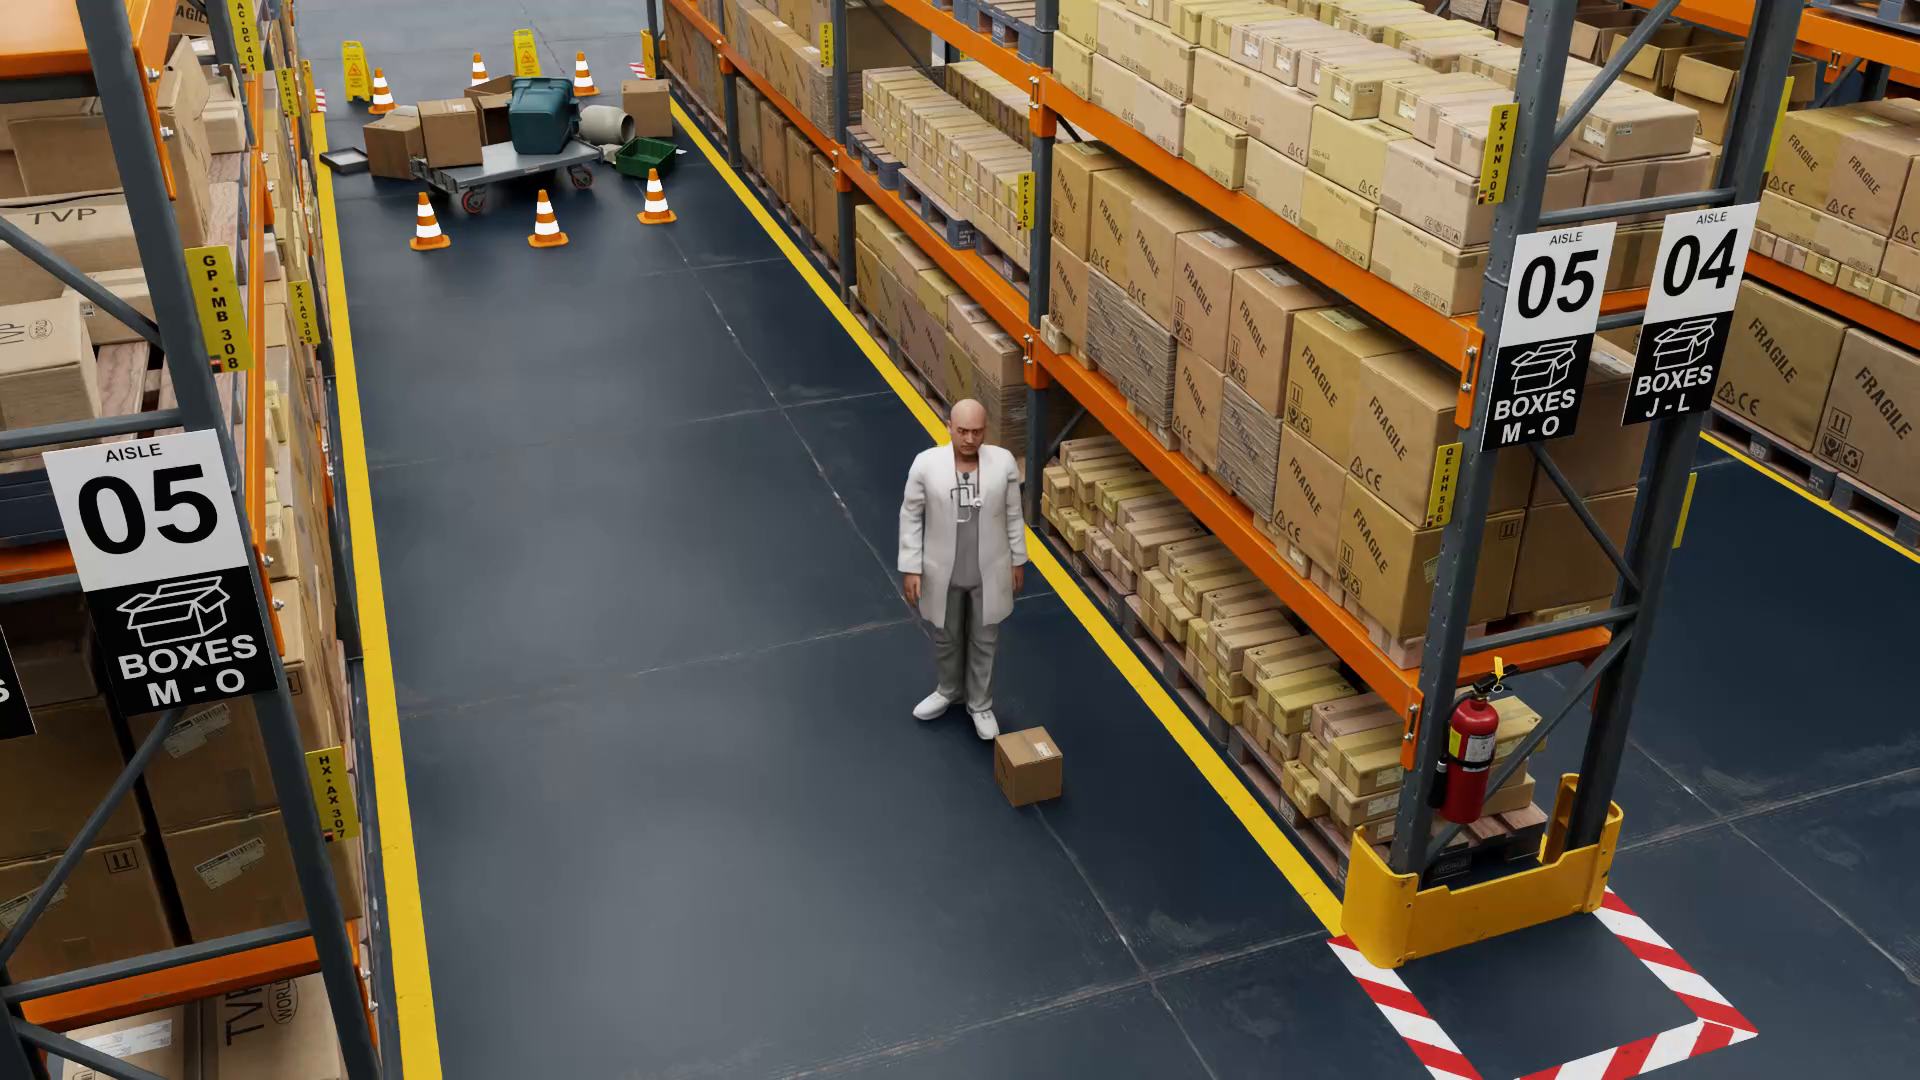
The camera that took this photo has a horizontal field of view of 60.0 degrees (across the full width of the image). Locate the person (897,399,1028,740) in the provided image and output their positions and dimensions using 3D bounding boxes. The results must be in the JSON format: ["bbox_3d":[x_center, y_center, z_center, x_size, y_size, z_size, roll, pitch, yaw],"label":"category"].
[{"bbox_3d":[0.016,0.144,8.075,0.640,1.776,0.455,-1,29,-2],"label":"person"}]
